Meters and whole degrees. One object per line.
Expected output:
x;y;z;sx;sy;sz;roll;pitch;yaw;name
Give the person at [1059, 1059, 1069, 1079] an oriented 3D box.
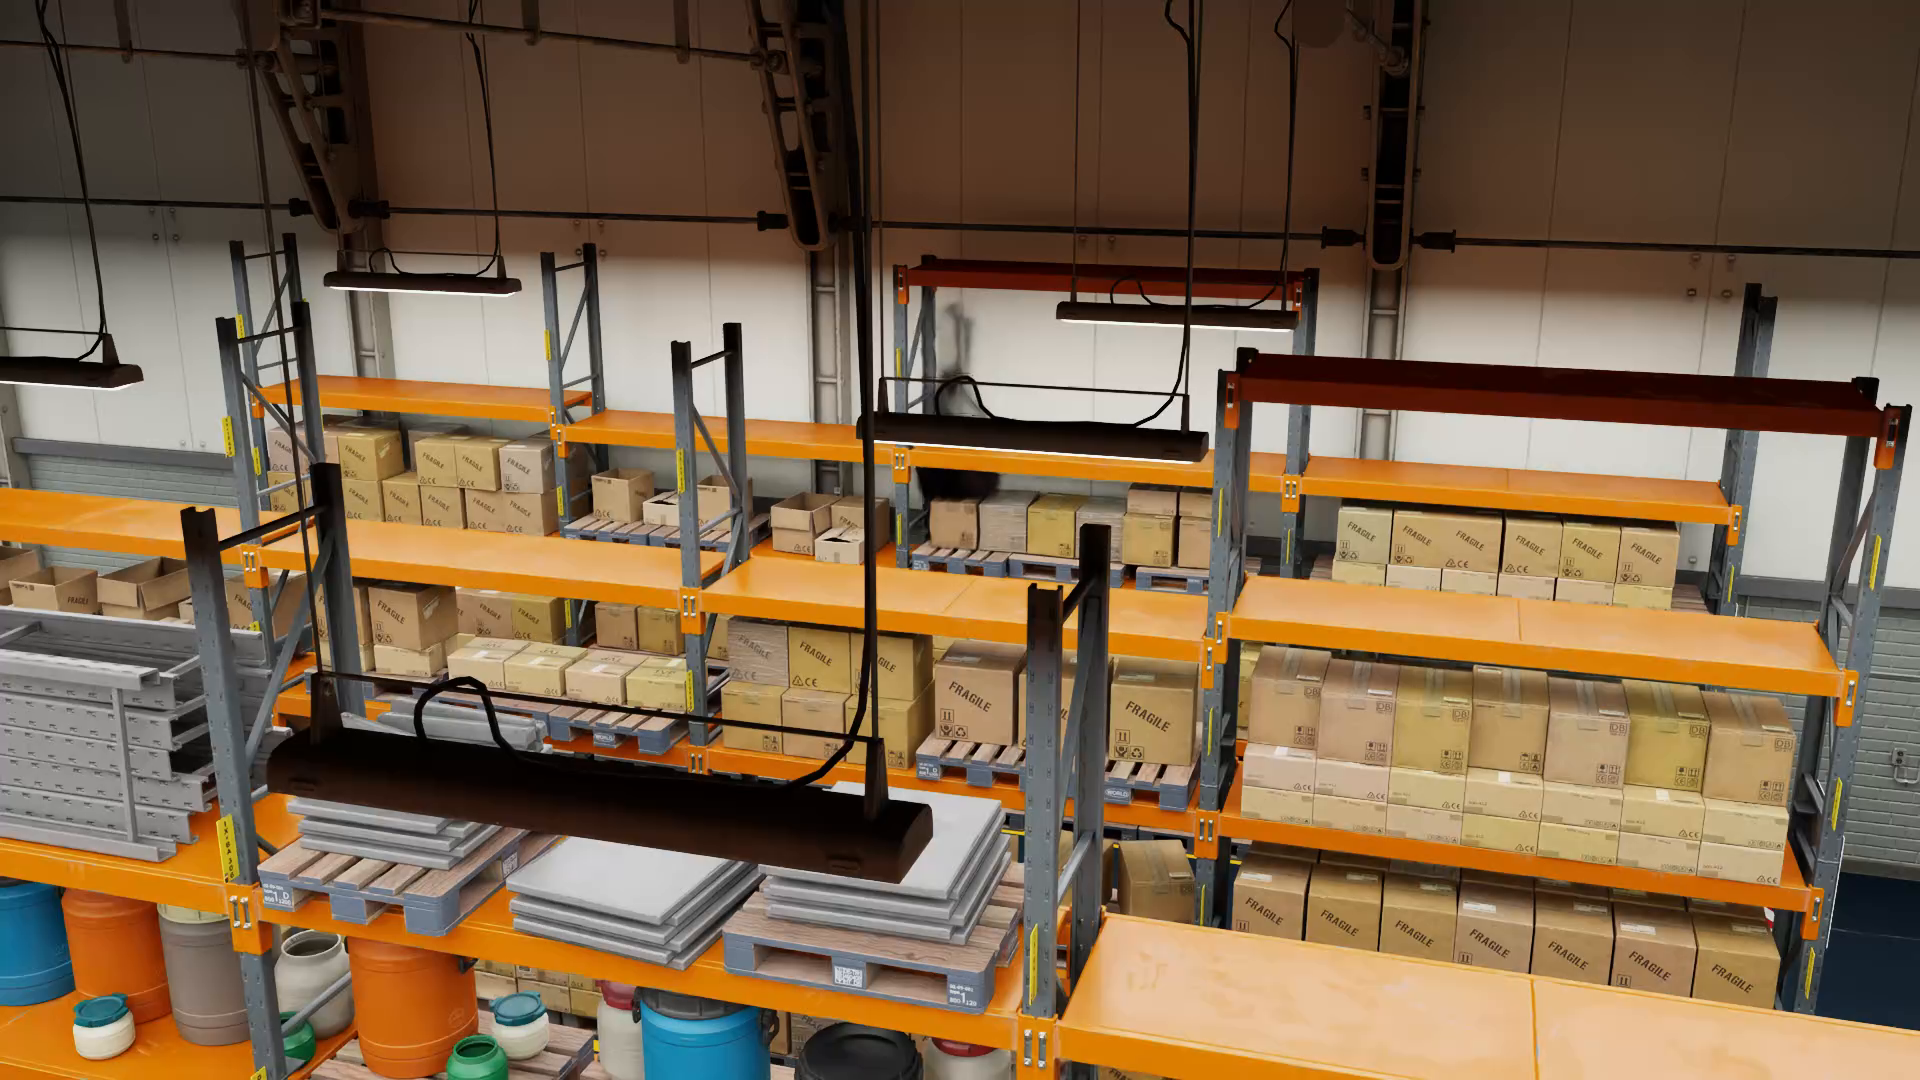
0.923;4.201;11.283;0.864;1.673;0.660;2;16;8;person
